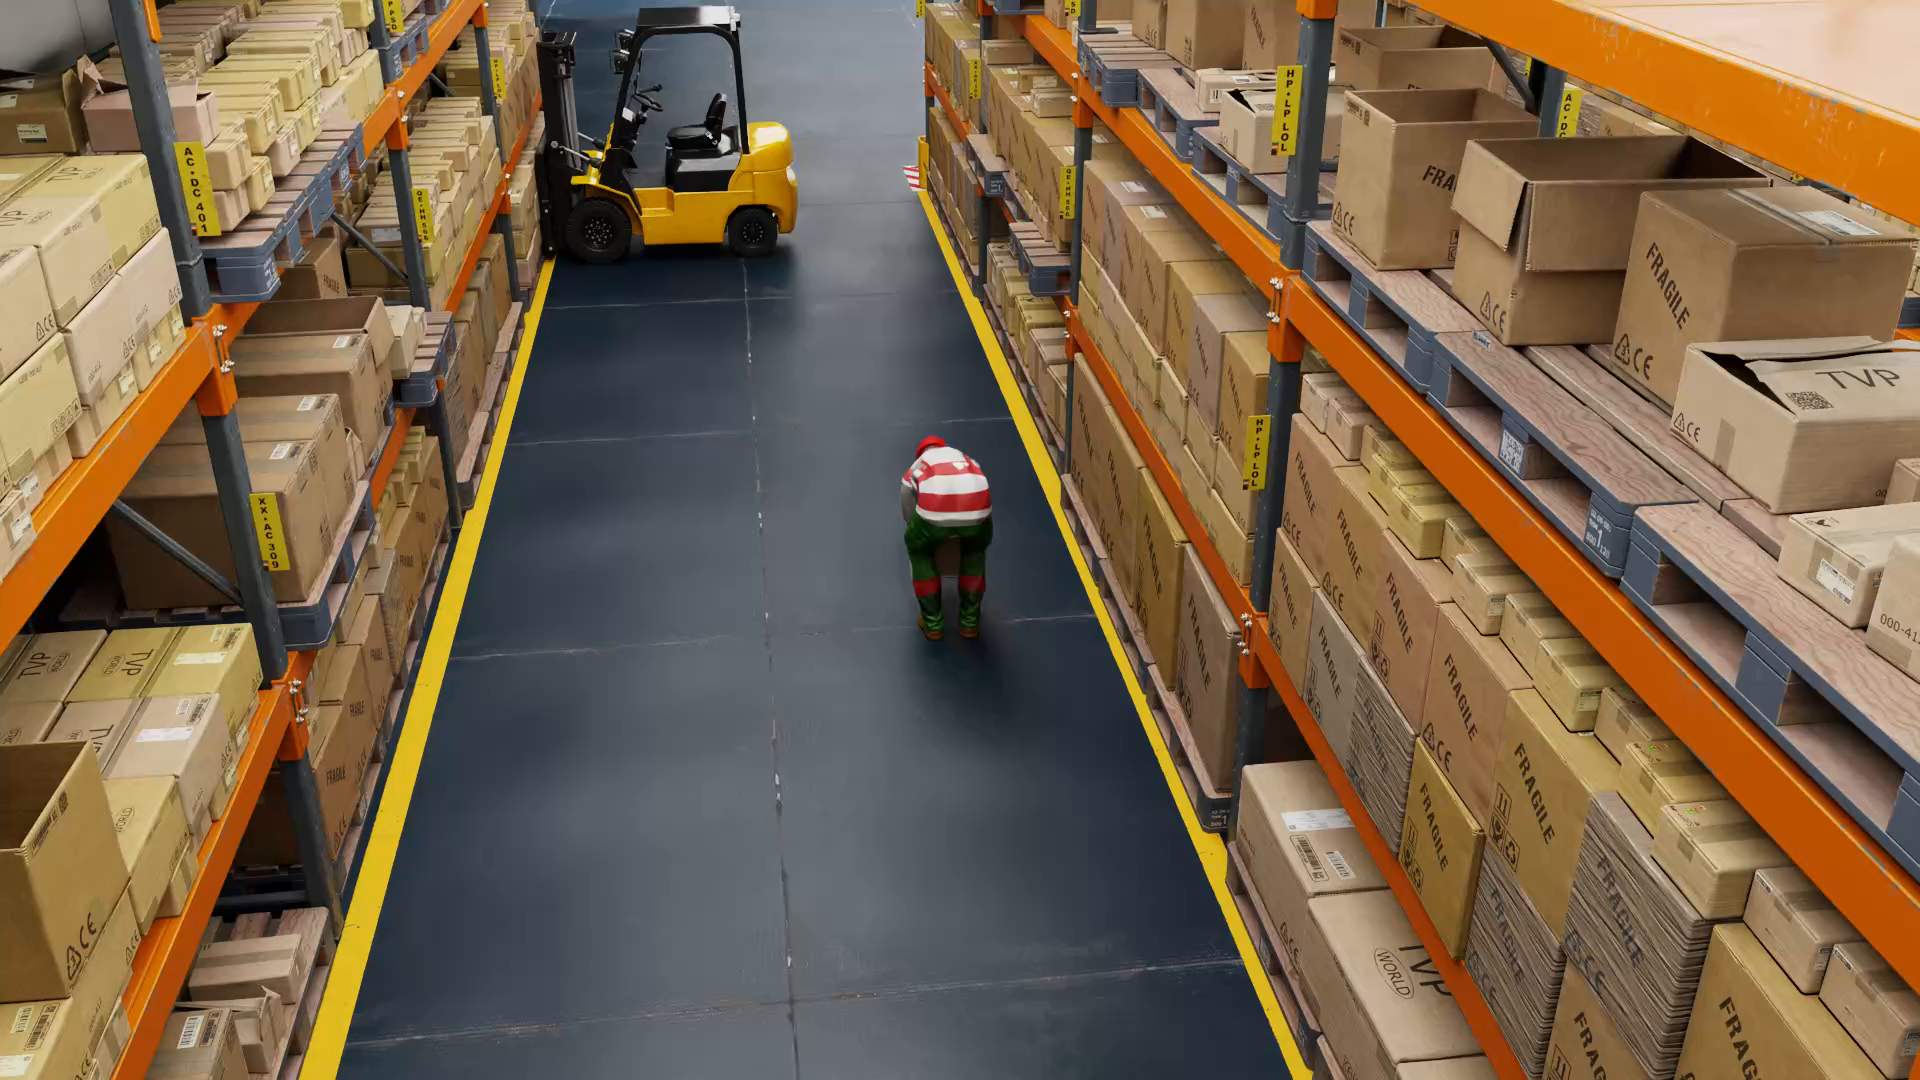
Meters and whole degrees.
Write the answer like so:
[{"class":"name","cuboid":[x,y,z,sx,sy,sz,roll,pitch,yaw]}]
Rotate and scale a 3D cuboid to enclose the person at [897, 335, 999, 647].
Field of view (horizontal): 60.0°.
[{"class":"person","cuboid":[-0.065,-0.248,9.087,0.563,1.782,0.431,-4,27,-8]}]
